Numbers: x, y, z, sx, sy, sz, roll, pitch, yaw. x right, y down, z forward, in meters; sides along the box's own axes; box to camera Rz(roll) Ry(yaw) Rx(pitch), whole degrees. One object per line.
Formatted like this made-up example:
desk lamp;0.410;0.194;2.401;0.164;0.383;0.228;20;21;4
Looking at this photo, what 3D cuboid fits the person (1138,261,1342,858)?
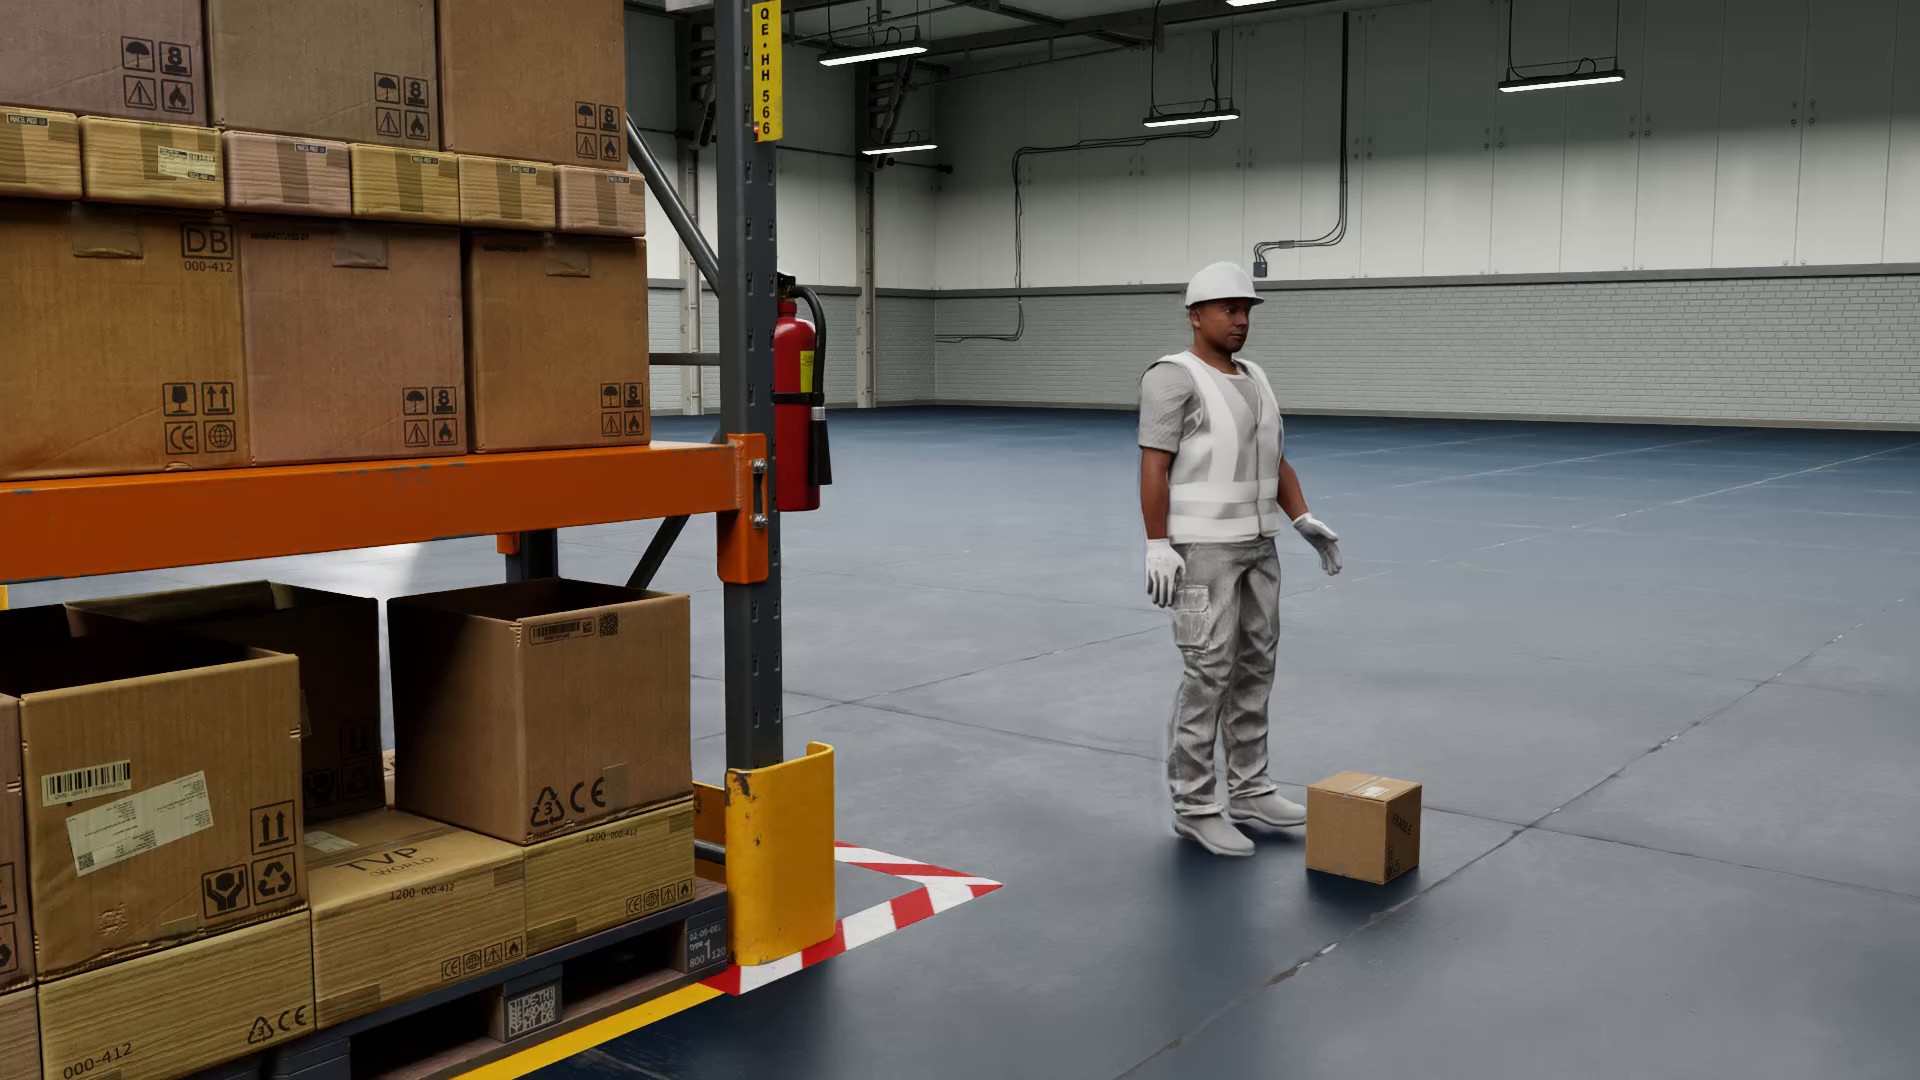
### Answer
person;0.871;0.037;5.229;0.572;1.810;0.494;-7;9;-44
